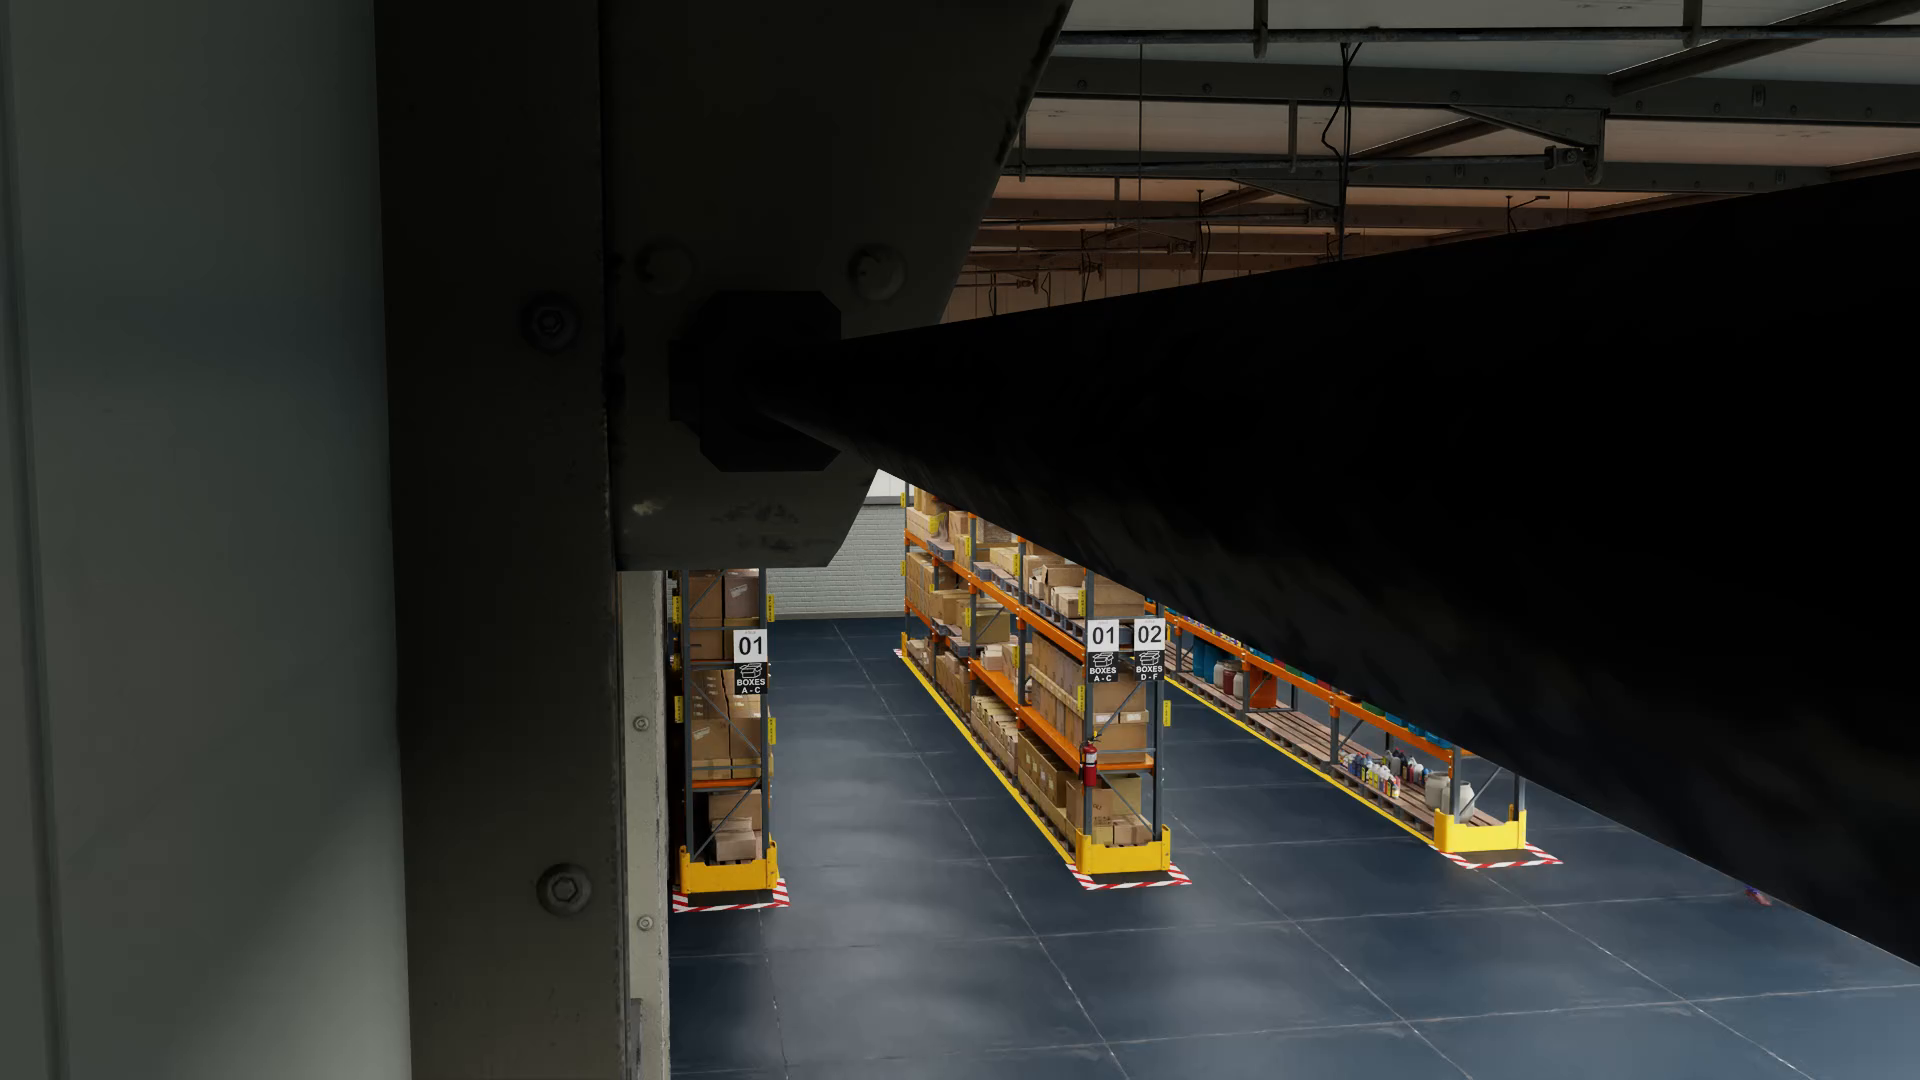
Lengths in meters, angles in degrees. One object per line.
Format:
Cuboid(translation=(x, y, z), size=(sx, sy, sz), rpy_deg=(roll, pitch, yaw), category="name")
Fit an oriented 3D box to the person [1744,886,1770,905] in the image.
Cuboid(translation=(9.655, 3.515, 19.418), size=(0.844, 1.691, 0.607), rpy_deg=(3, 6, 24), category="person")
